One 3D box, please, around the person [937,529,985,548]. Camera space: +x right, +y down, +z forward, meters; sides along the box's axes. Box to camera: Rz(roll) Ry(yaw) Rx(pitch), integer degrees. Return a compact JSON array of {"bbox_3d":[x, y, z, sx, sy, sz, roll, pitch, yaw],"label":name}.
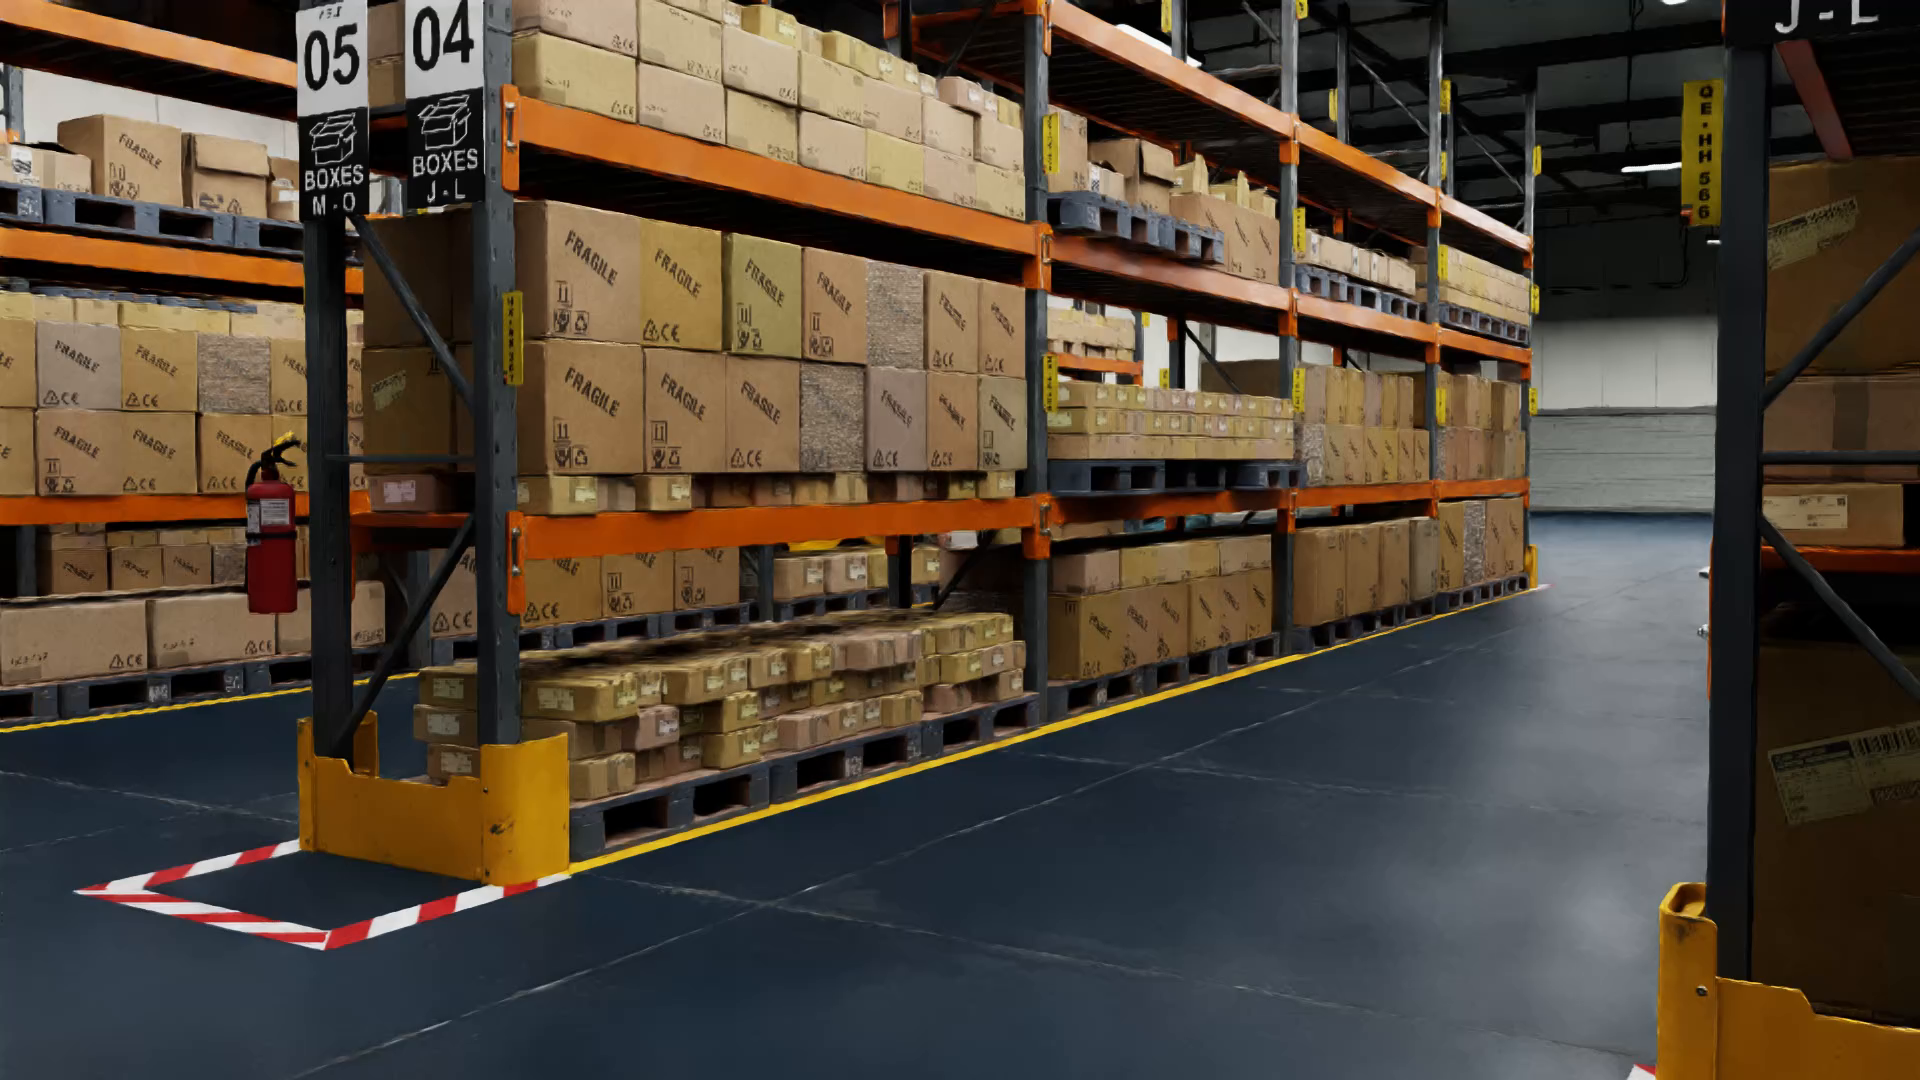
[{"bbox_3d":[0.041,-0.057,13.859,0.690,1.774,0.795,1,3,24],"label":"person"}]
